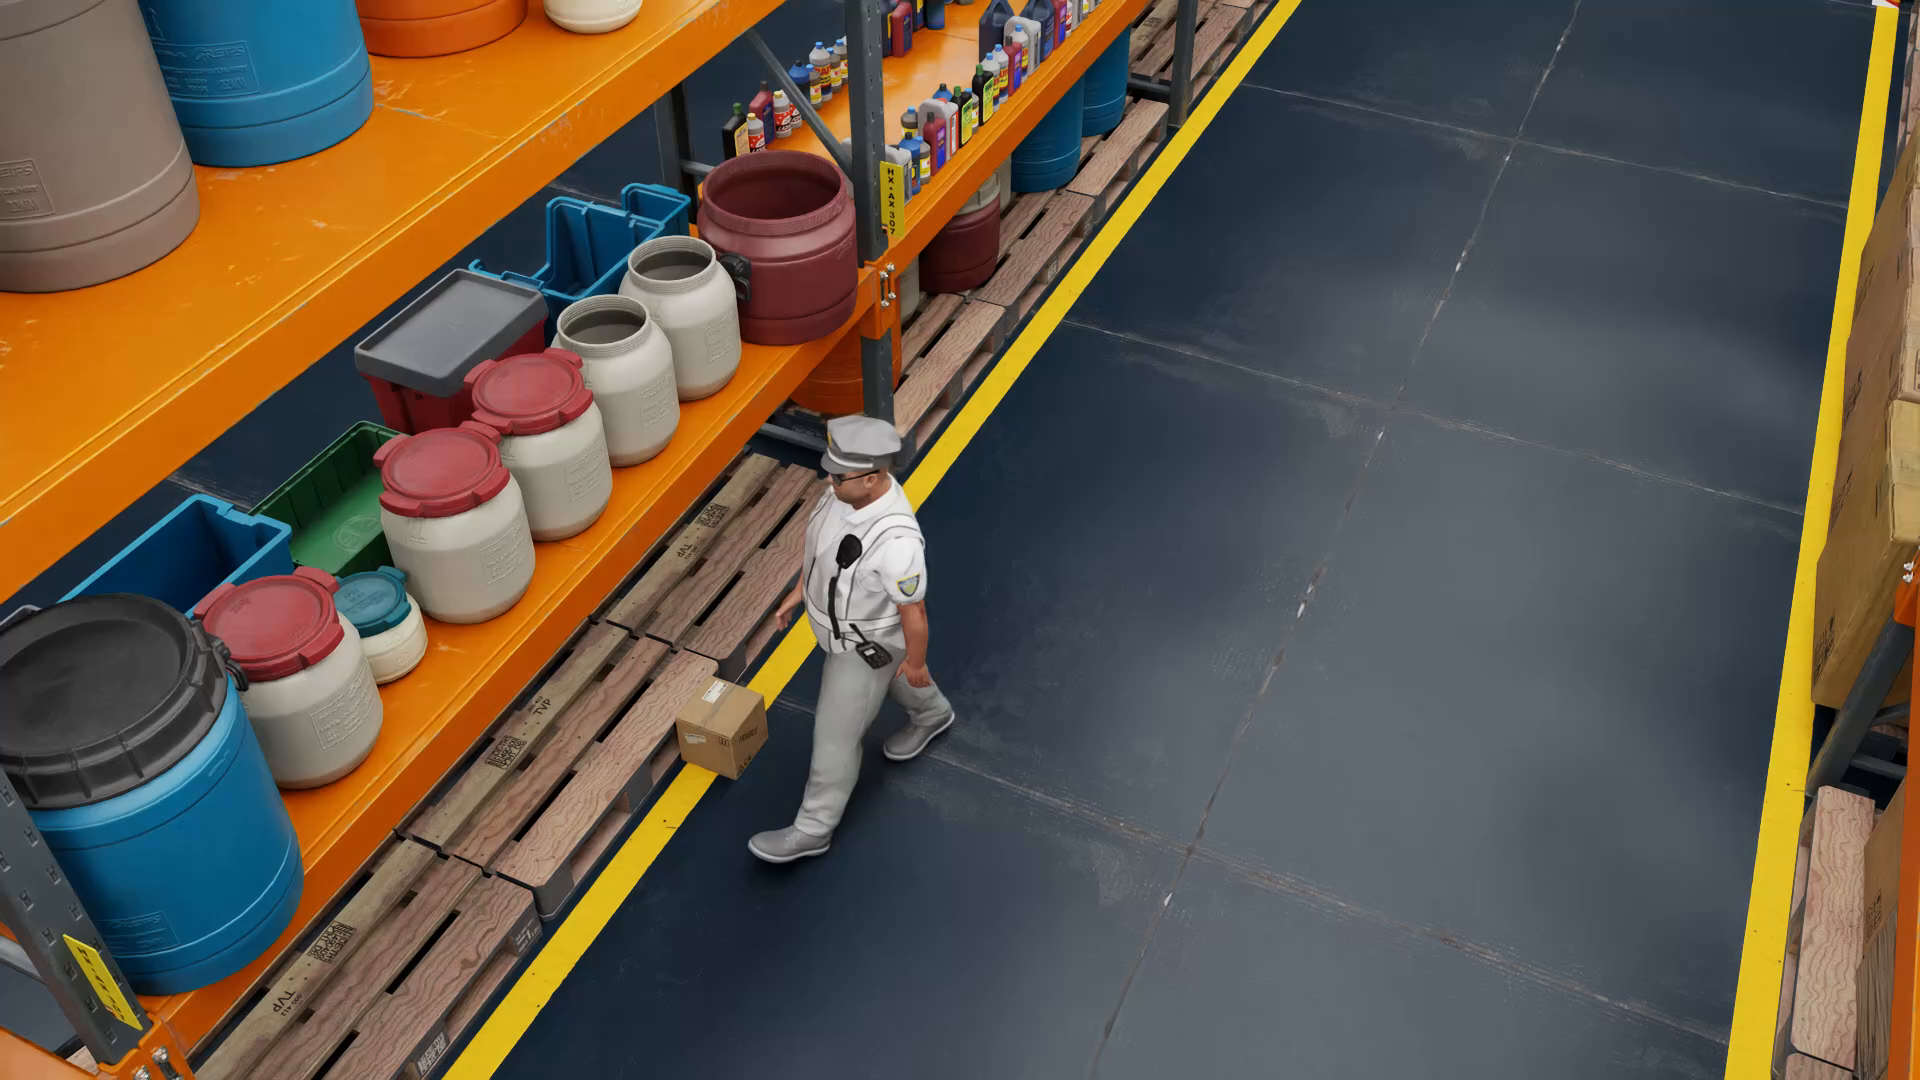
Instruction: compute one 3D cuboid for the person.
[{"bbox_3d":[-0.400,0.322,5.803,0.929,1.715,0.614,-12,43,-14],"label":"person"}]
